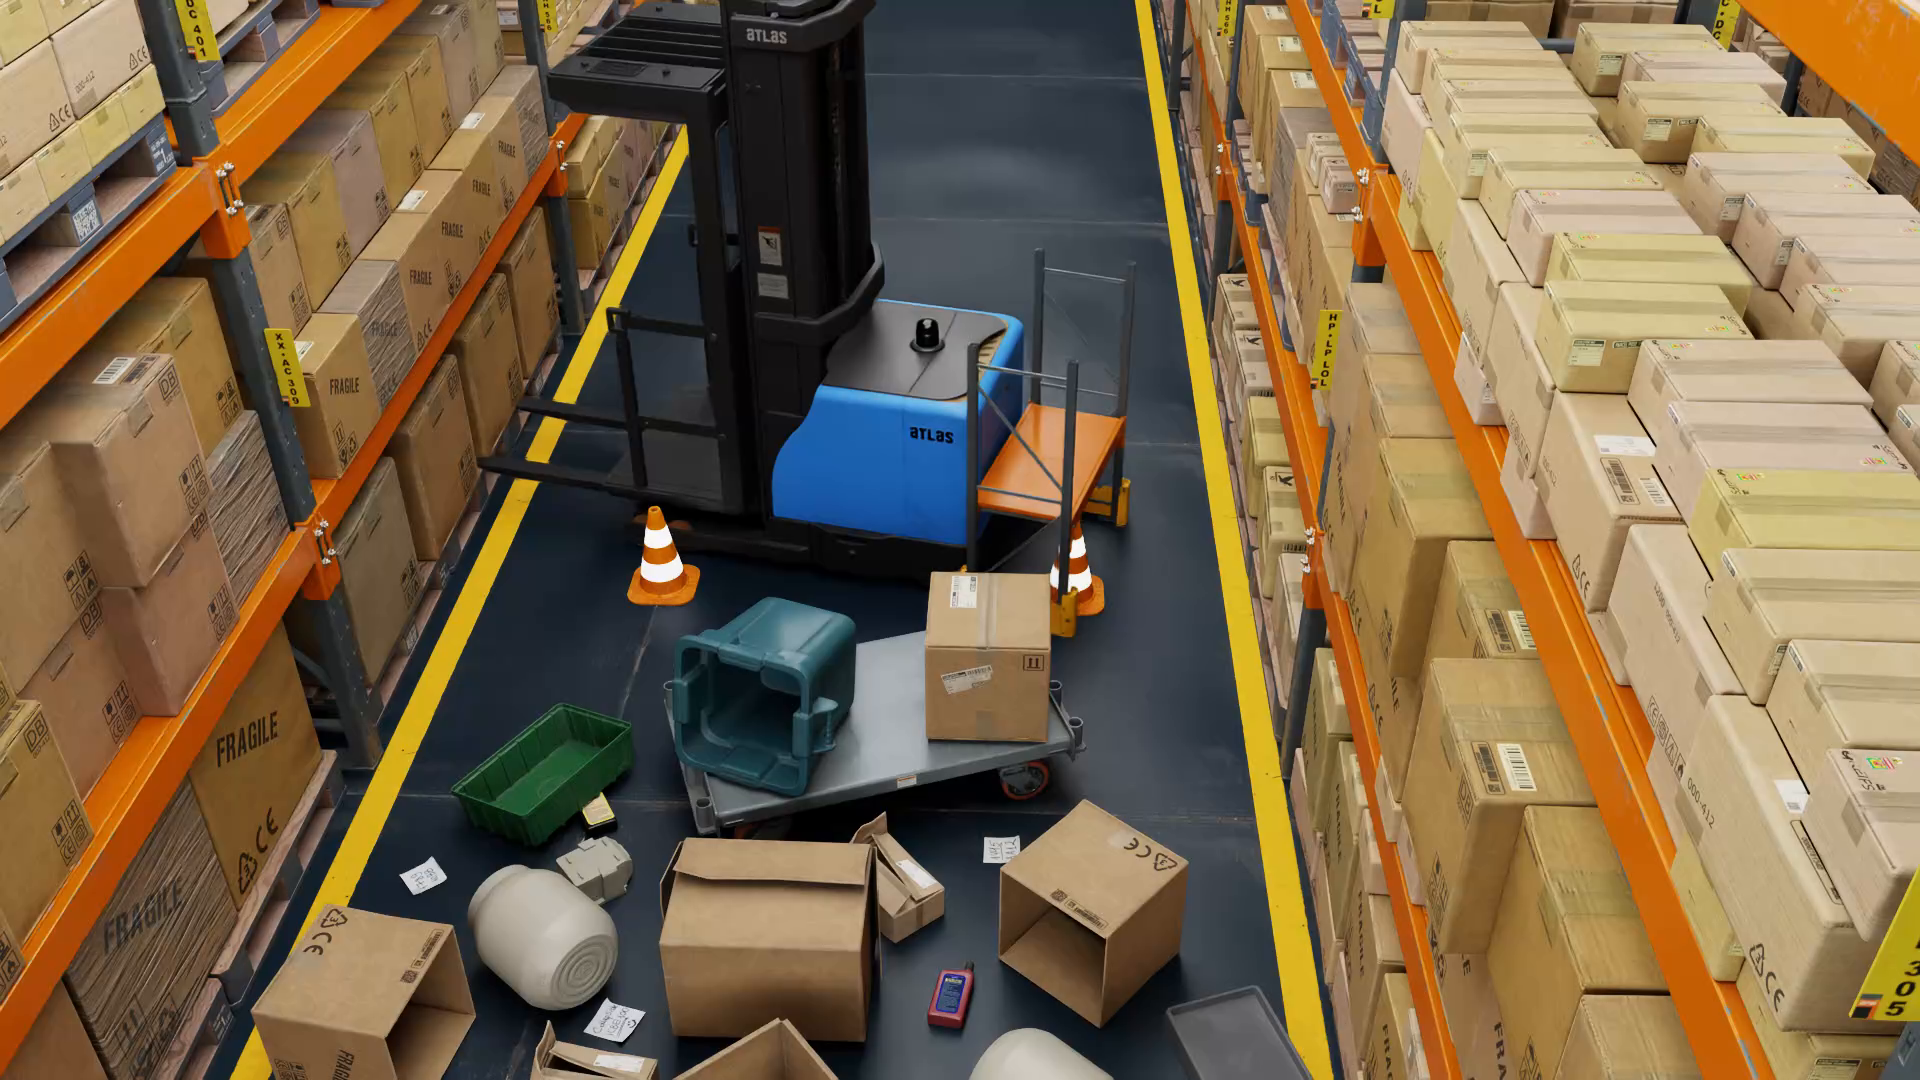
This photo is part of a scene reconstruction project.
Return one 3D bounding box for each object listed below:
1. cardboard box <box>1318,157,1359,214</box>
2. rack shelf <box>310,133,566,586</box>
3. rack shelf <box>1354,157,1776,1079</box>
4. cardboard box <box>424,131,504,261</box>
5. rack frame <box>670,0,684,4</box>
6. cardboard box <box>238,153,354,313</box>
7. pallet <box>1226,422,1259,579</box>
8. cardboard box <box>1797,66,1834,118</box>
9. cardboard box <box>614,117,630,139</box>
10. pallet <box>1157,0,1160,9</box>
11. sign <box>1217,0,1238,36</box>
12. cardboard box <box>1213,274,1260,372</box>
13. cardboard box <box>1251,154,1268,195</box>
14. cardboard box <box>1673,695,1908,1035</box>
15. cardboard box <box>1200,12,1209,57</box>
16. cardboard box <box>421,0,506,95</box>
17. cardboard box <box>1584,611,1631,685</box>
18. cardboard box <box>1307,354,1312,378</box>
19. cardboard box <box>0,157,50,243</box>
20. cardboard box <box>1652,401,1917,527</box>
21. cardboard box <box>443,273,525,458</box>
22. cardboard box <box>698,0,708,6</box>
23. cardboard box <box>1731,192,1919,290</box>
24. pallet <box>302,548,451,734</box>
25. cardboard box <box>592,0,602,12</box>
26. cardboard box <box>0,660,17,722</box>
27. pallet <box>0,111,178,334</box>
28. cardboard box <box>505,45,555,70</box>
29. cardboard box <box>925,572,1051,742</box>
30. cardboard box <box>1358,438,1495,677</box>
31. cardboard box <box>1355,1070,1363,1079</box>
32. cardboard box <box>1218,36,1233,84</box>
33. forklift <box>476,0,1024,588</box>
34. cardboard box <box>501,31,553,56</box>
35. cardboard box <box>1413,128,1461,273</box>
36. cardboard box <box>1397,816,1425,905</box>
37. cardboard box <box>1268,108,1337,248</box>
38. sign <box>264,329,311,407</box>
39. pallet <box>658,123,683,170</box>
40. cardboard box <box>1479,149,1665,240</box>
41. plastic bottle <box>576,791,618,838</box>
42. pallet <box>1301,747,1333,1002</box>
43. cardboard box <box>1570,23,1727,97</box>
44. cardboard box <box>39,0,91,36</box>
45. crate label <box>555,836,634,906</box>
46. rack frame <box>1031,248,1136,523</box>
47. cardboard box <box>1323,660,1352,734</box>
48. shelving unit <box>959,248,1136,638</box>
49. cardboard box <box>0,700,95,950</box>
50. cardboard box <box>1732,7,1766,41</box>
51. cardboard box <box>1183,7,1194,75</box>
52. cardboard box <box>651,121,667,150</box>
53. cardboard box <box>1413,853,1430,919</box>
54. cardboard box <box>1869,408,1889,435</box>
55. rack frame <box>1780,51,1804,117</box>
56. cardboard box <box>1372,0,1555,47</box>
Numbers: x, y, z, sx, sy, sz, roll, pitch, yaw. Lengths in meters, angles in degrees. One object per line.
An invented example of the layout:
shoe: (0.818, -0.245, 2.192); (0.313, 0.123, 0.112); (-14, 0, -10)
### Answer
cardboard box: (1.707, -1.473, 6.908); (0.380, 0.149, 0.250); (0, 35, 1)
rack shelf: (-2.971, -1.117, 8.303); (1.077, 0.370, 4.000); (1, 35, 2)
rack shelf: (1.819, 0.010, 4.090); (1.077, 0.370, 4.000); (1, 35, 2)
cardboard box: (-2.682, -1.763, 8.509); (0.500, 0.500, 0.500); (1, 35, 1)
rack frame: (-2.730, -4.859, 13.001); (1.000, 3.000, 0.127); (1, 35, 2)
cardboard box: (-3.018, -1.294, 6.971); (0.700, 0.500, 0.500); (1, 35, 1)
pallet: (1.975, -0.216, 8.819); (1.003, 0.211, 1.213); (1, 35, 2)
cardboard box: (6.936, -3.567, 12.971); (0.500, 0.500, 0.500); (3, 35, 4)
cardboard box: (-2.568, -2.983, 11.488); (0.500, 0.250, 0.500); (2, 35, 2)
pallet: (2.427, -5.499, 16.336); (1.003, 0.211, 1.213); (1, 35, 2)
sign: (1.505, -2.989, 9.333); (0.100, 0.325, 0.005); (1, 35, 2)
cardboard box: (2.027, -1.277, 9.824); (0.950, 0.372, 0.625); (-1, 35, -1)
cardboard box: (1.727, -1.916, 8.666); (0.380, 0.149, 0.250); (2, 35, 2)
cardboard box: (1.490, 0.504, 2.633); (0.500, 0.250, 0.500); (1, 35, 1)
cardboard box: (1.862, -3.323, 10.945); (0.500, 0.250, 0.500); (1, 35, 1)
cardboard box: (-2.918, -2.753, 9.048); (0.700, 0.500, 0.500); (1, 35, 2)
cardboard box: (1.535, 0.172, 3.452); (0.380, 0.149, 0.250); (1, 35, 2)
cardboard box: (1.672, -0.729, 6.977); (0.380, 0.149, 0.250); (0, 35, 0)
cardboard box: (-2.775, -0.943, 4.586); (0.380, 0.149, 0.250); (1, 35, 2)
cardboard box: (1.576, -0.139, 3.202); (0.380, 0.149, 0.250); (1, 35, 2)
cardboard box: (-3.036, -0.962, 9.047); (1.050, 0.750, 0.750); (2, 35, 3)
cardboard box: (-2.453, -4.788, 14.755); (0.380, 0.149, 0.250); (3, 35, 4)
cardboard box: (2.120, -0.723, 4.032); (0.380, 0.149, 0.250); (2, 35, 2)
pallet: (-3.095, 0.433, 7.896); (1.003, 0.211, 1.213); (1, 35, 2)
cardboard box: (-2.619, -3.644, 11.125); (0.380, 0.149, 0.250); (2, 35, 3)
cardboard box: (-3.178, 0.376, 4.483); (0.875, 0.550, 0.500); (1, 35, 2)
pallet: (-3.094, -0.984, 4.955); (1.003, 0.211, 1.213); (1, 35, 2)
cardboard box: (-2.671, -2.882, 10.041); (0.380, 0.149, 0.250); (1, 35, 1)
cardboard box: (0.119, 0.483, 6.916); (0.500, 0.500, 0.500); (1, 35, 2)
cardboard box: (1.575, 0.051, 4.800); (0.700, 0.500, 0.500); (1, 35, 1)
cardboard box: (1.546, 1.976, 5.301); (0.500, 0.250, 0.500); (0, 35, 0)
cardboard box: (1.825, -2.932, 9.954); (0.500, 0.250, 0.500); (1, 35, 2)
forklift: (-1.236, -1.417, 8.162); (3.031, 2.935, 1.130); (9, 36, 12)
cardboard box: (-2.670, -3.024, 9.985); (0.380, 0.149, 0.250); (3, 35, 4)
cardboard box: (1.596, -0.951, 4.703); (0.500, 0.250, 0.500); (1, 35, 1)
cardboard box: (1.523, 0.950, 4.954); (0.380, 0.149, 0.250); (1, 35, 2)
cardboard box: (1.754, -1.694, 7.786); (0.500, 0.500, 0.500); (0, 35, 0)
sign: (-2.496, -0.637, 6.172); (0.100, 0.325, 0.005); (1, 35, 2)
pallet: (-2.759, -3.271, 13.166); (1.003, 0.211, 1.213); (1, 35, 2)
cardboard box: (1.563, -0.888, 4.267); (0.380, 0.149, 0.250); (0, 35, 0)
plastic bottle: (-1.554, 1.133, 7.030); (0.133, 0.061, 0.283); (-17, 38, -22)
pallet: (1.908, 1.321, 6.632); (1.003, 0.211, 1.213); (1, 35, 2)
cardboard box: (2.105, -1.470, 5.095); (0.380, 0.149, 0.250); (2, 35, 3)
cardboard box: (-2.757, -1.563, 4.776); (0.380, 0.149, 0.250); (1, 35, 2)
crate label: (-1.477, 1.330, 6.685); (0.298, 0.136, 0.250); (-24, 42, -30)
rack frame: (0.607, -0.757, 8.469); (0.500, 1.500, 0.032); (11, 37, 16)
cardboard box: (1.541, 0.578, 6.075); (0.380, 0.149, 0.250); (2, 35, 3)
shelving unit: (0.443, -0.486, 8.083); (0.587, 1.500, 1.083); (11, 37, 16)
cardboard box: (-3.114, 0.819, 4.791); (0.875, 0.550, 0.500); (1, 35, 2)
cardboard box: (7.107, -4.702, 14.585); (0.700, 0.500, 0.500); (0, 35, 0)
cardboard box: (2.353, -4.284, 14.046); (0.875, 0.438, 0.875); (1, 35, 1)
cardboard box: (-2.529, -3.282, 12.566); (0.500, 0.500, 0.500); (1, 35, 1)
cardboard box: (1.573, 0.745, 4.681); (0.500, 0.500, 0.500); (2, 35, 2)
cardboard box: (2.051, -0.065, 3.443); (0.500, 0.250, 0.500); (2, 35, 3)
rack frame: (7.180, -4.690, 12.761); (1.000, 3.000, 0.127); (1, 35, 2)
cardboard box: (1.778, -1.883, 5.923); (0.500, 0.250, 0.500); (1, 35, 1)
